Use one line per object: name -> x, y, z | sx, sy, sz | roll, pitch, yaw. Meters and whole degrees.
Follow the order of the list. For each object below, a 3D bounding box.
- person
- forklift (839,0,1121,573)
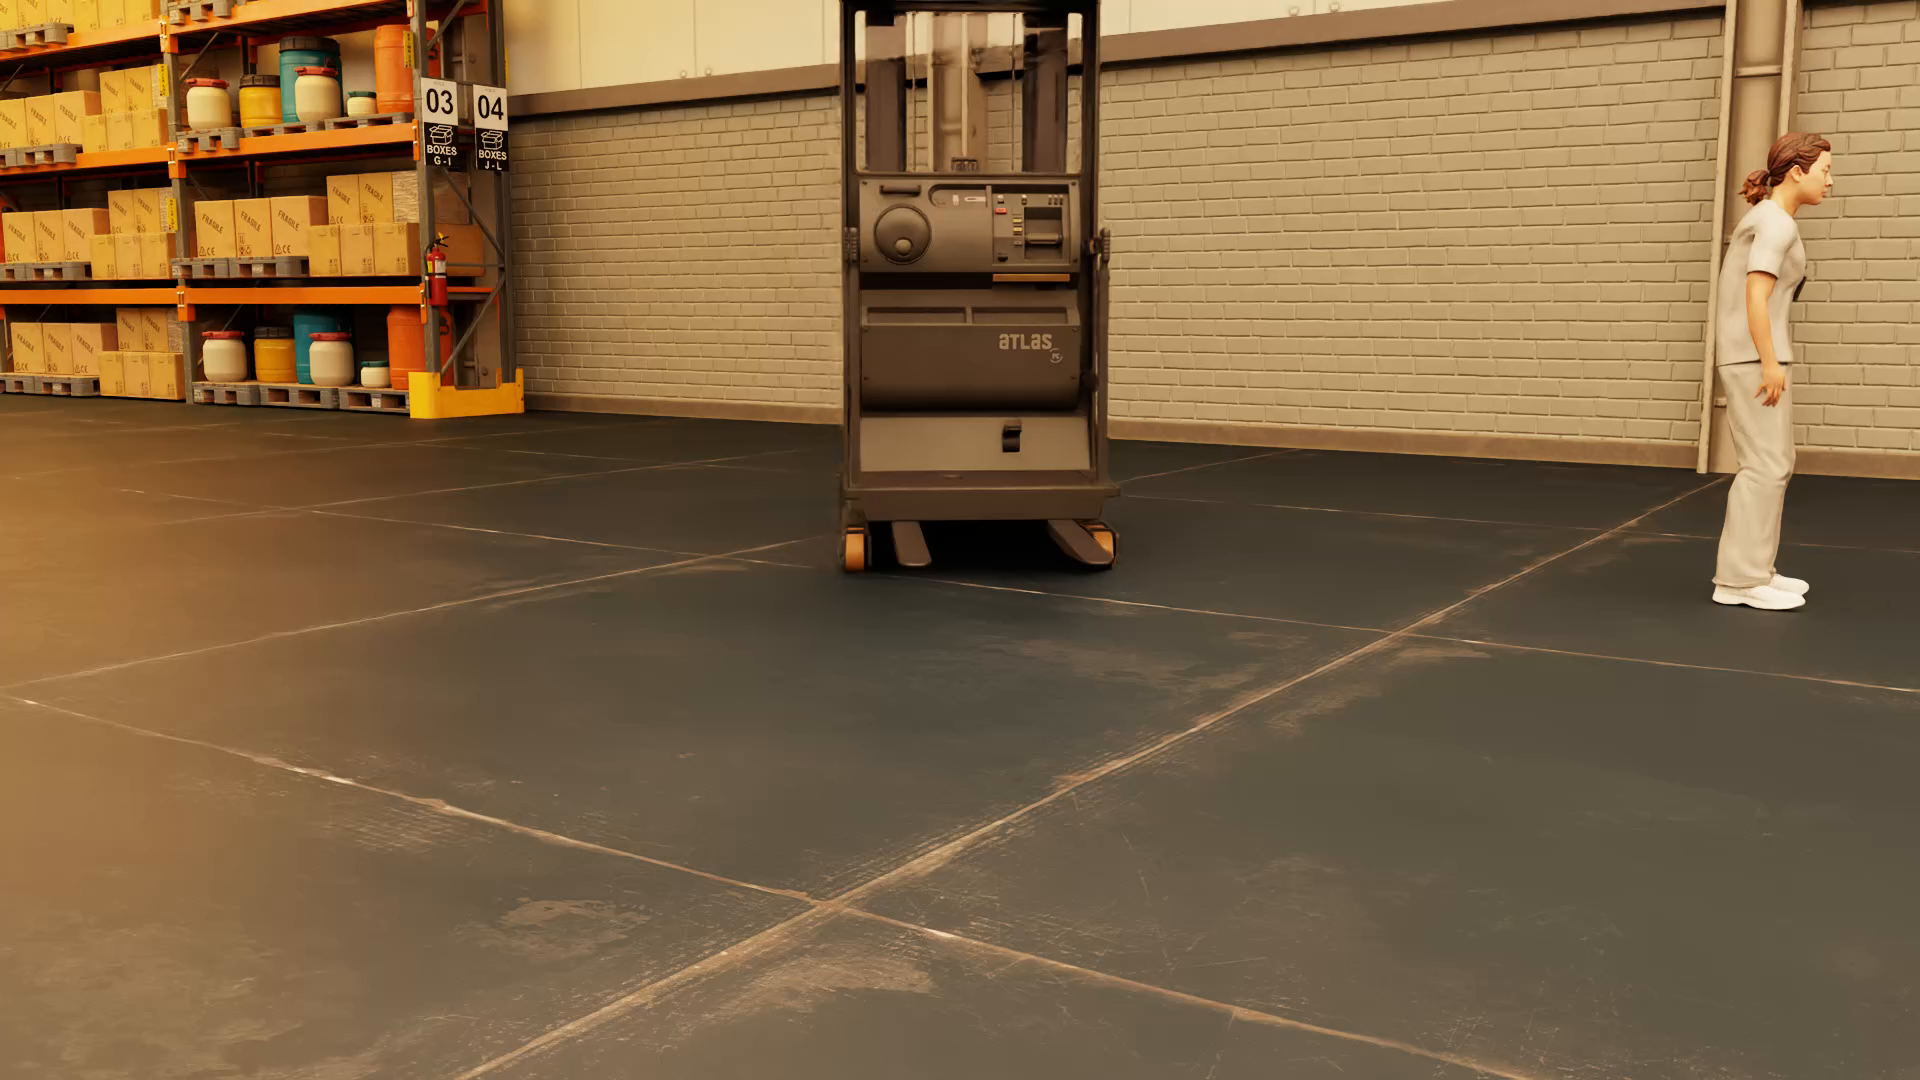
person -> 2.901, -0.611, 5.970 | 0.363, 1.671, 0.495 | 4, 9, 27
forklift -> 0.058, -1.364, 6.786 | 1.130, 2.935, 3.031 | -1, 8, -4
